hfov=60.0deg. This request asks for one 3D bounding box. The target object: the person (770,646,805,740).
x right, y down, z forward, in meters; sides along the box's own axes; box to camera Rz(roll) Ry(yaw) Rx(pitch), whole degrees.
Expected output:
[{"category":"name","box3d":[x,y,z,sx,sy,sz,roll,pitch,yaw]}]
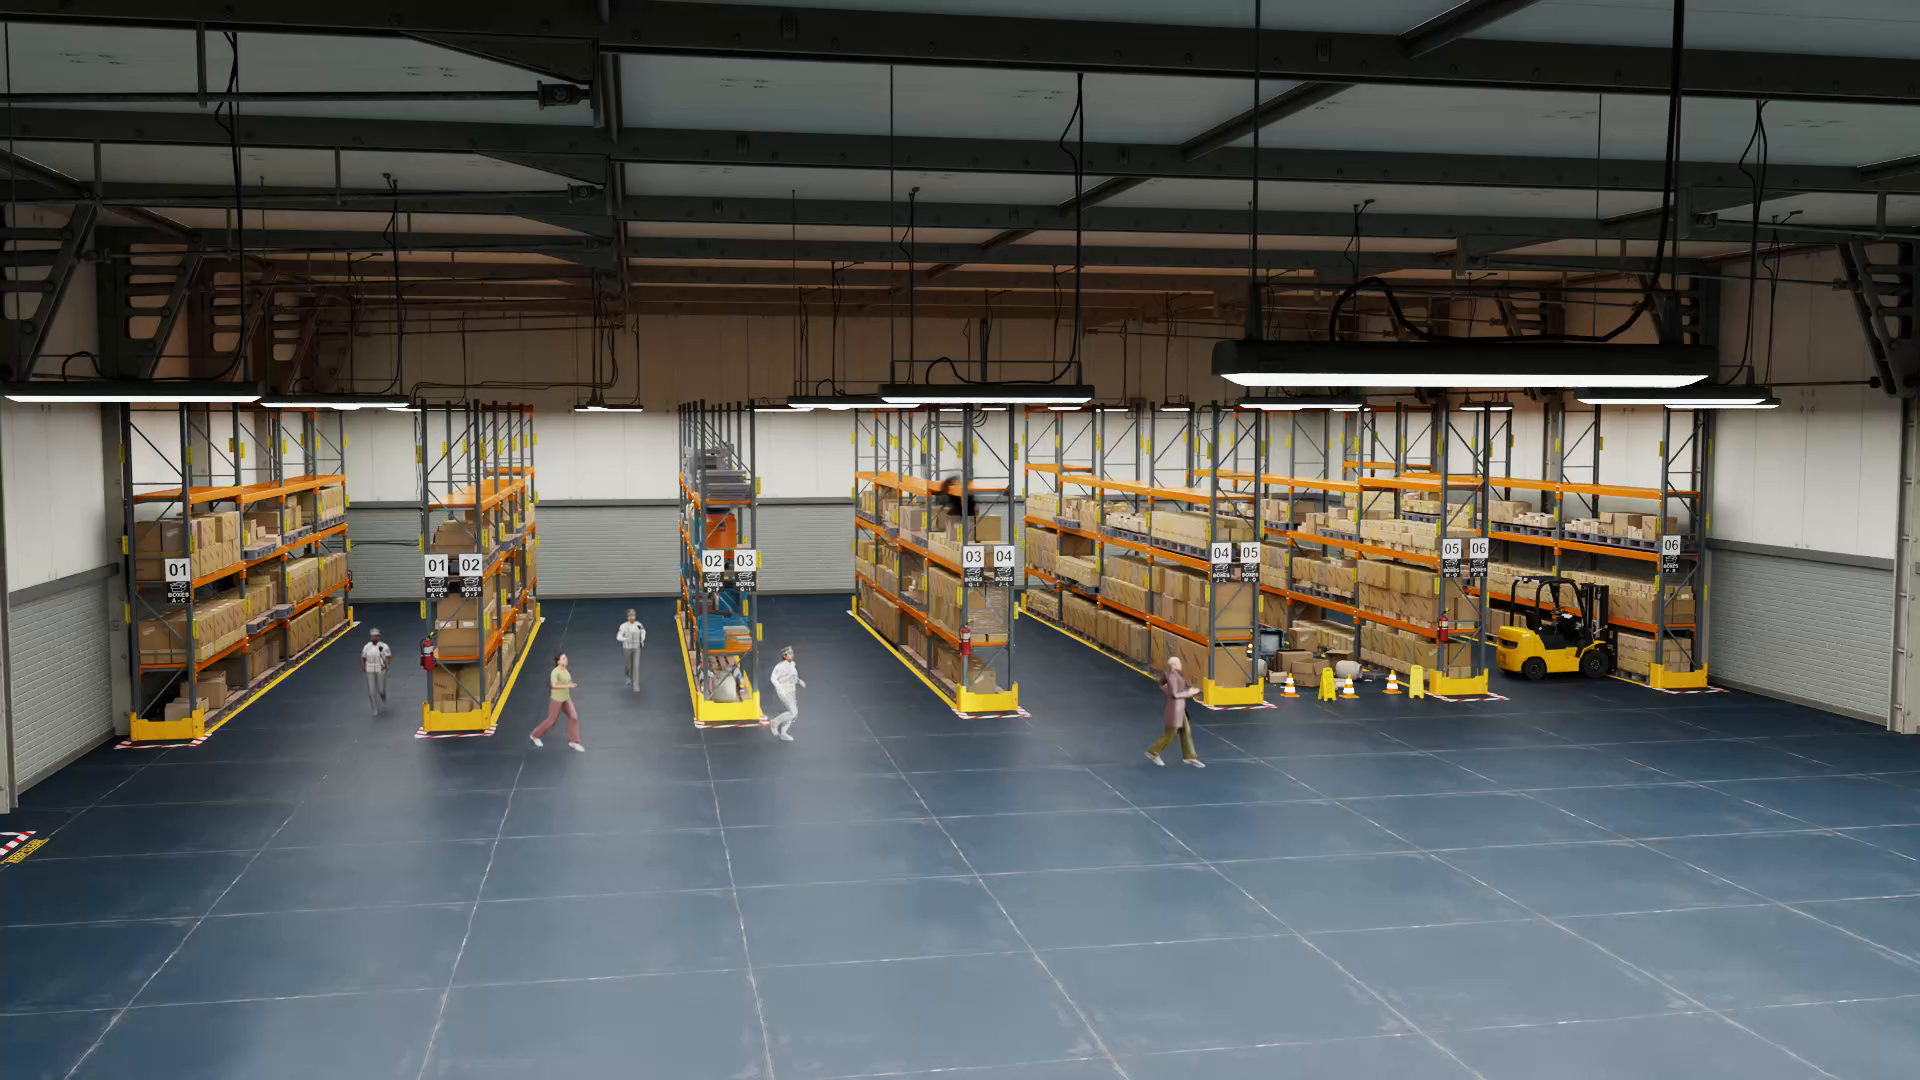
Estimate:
[{"category":"person","box3d":[-3.023,2.688,29.310,0.569,1.669,0.605,2,5,25]}]

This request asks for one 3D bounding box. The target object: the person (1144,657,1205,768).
[{"category":"person","box3d":[3.467,2.781,26.829,0.981,1.804,0.698,1,4,12]}]

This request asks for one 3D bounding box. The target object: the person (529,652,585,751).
[{"category":"person","box3d":[-6.864,2.748,28.348,0.954,1.695,0.583,1,5,18]}]

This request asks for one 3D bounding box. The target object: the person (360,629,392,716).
[{"category":"person","box3d":[-11.155,2.507,31.753,0.574,1.637,0.586,-1,4,-12]}]

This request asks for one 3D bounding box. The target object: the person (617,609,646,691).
[{"category":"person","box3d":[-6.791,2.249,34.396,0.583,1.667,0.958,-2,5,-20]}]
